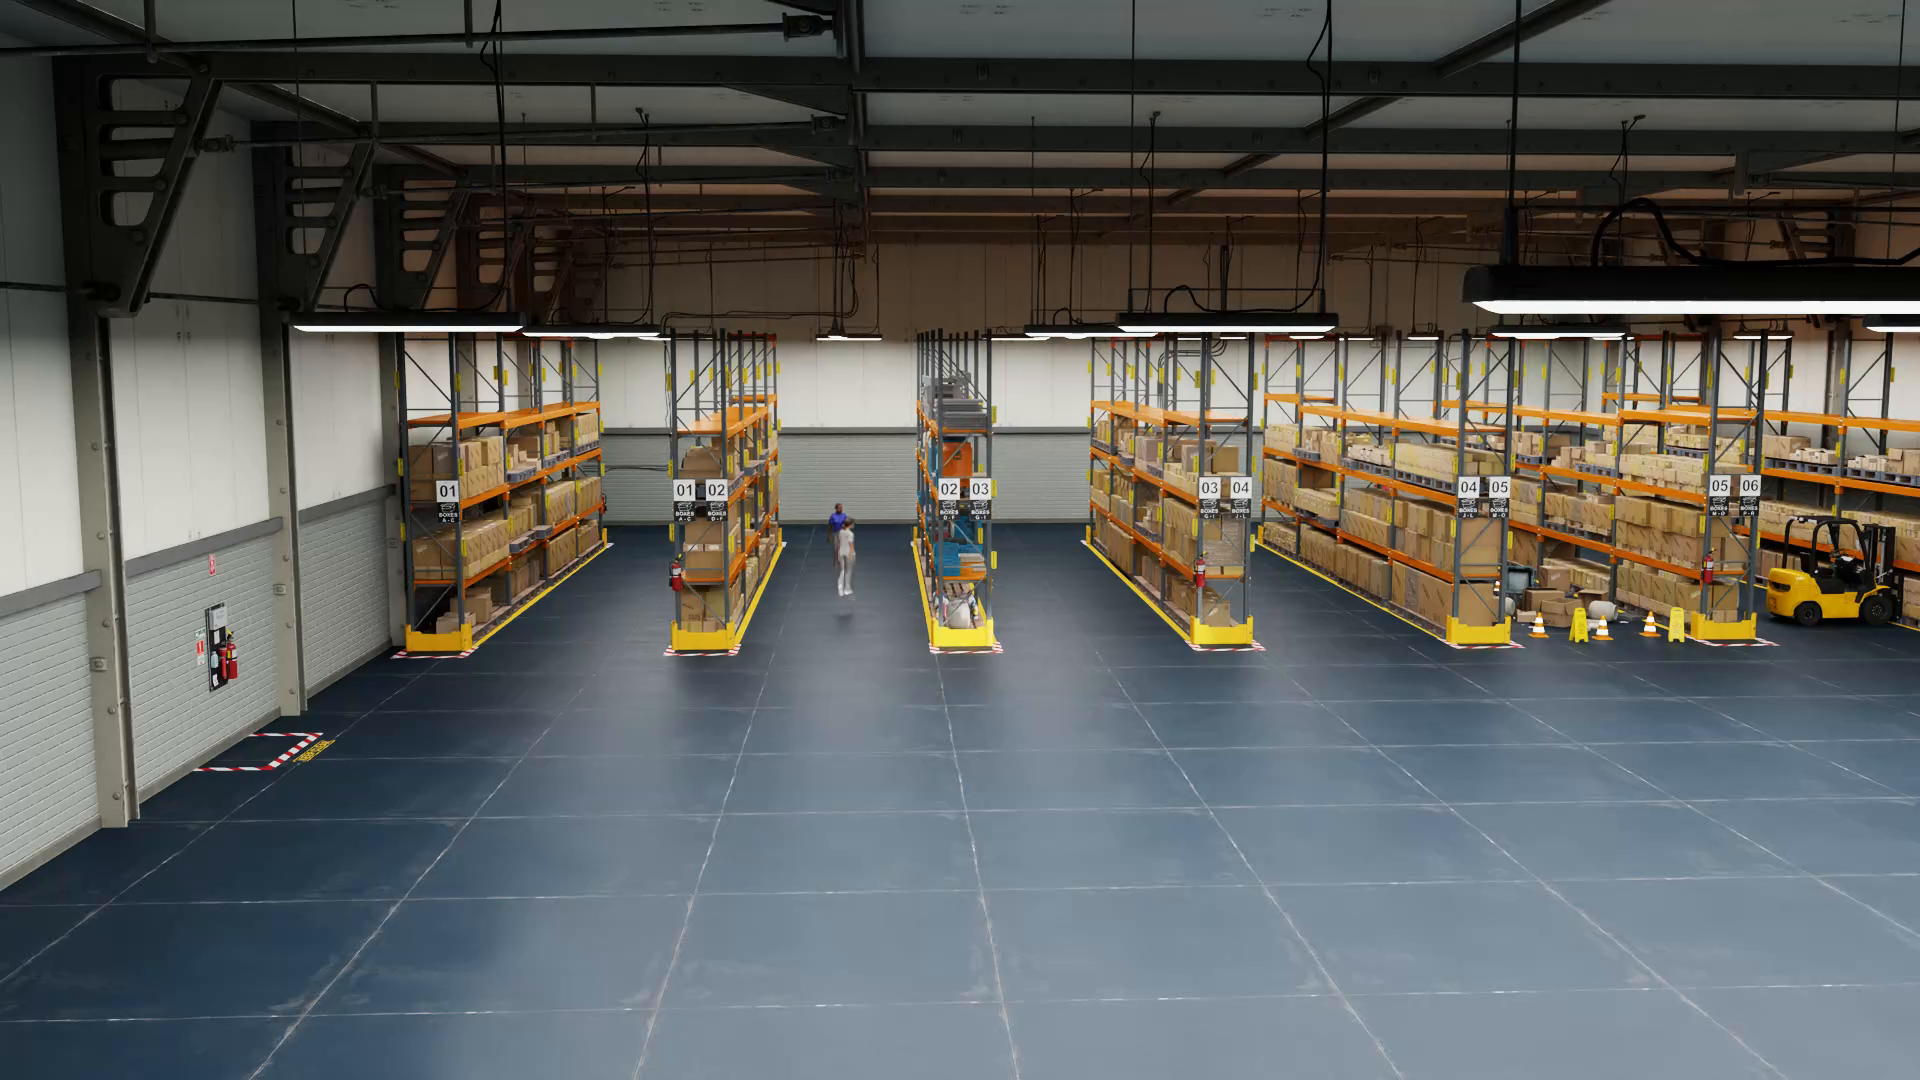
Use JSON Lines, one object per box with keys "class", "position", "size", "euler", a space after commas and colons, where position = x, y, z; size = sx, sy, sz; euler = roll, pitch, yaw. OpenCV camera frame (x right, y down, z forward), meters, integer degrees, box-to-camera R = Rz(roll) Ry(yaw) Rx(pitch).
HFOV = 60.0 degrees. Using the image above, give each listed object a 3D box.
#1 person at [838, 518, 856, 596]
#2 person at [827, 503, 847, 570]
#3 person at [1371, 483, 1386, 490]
{"class": "person", "position": [-2.458, 0.366, 35.976], "size": [0.450, 1.710, 0.439], "euler": [4, 8, 32]}
{"class": "person", "position": [-2.958, -0.050, 40.269], "size": [0.517, 1.521, 0.920], "euler": [-1, 7, -8]}
{"class": "person", "position": [12.679, -1.102, 50.530], "size": [0.512, 1.719, 0.532], "euler": [-3, 7, -23]}
